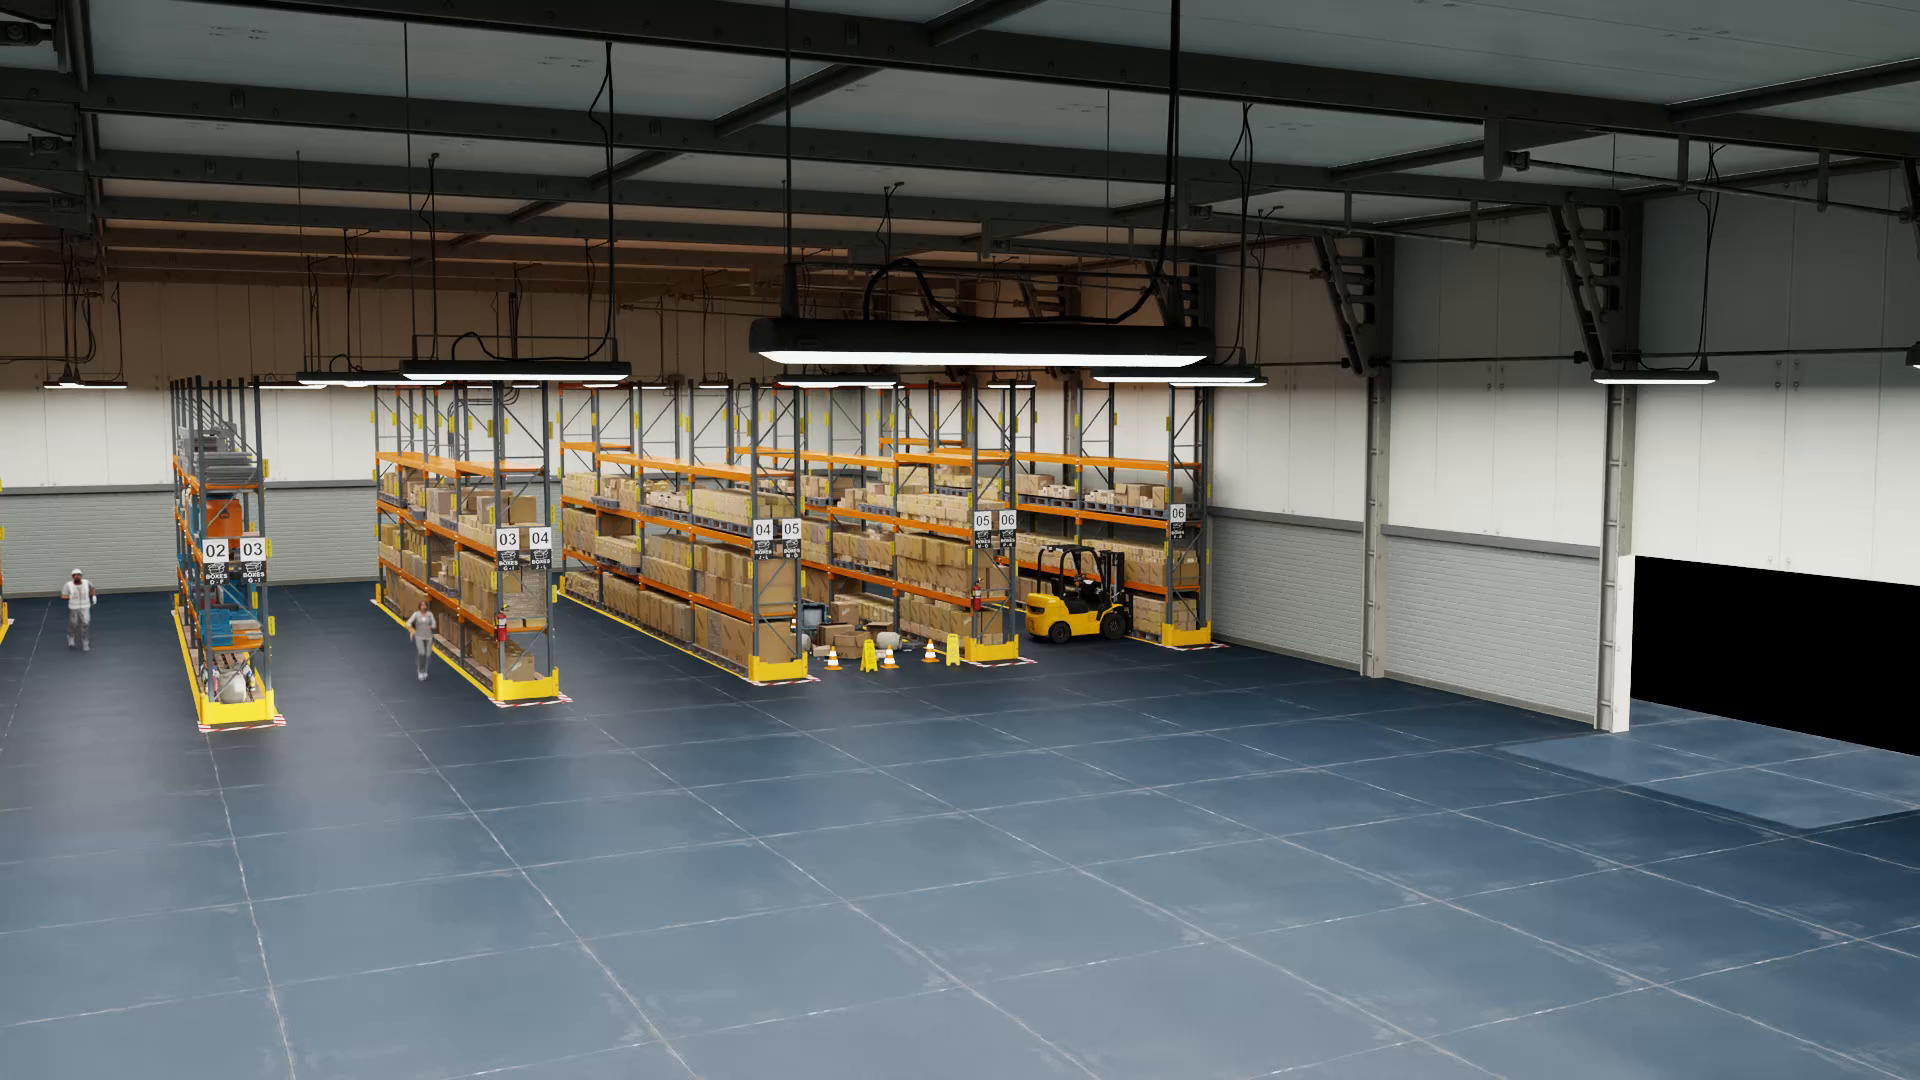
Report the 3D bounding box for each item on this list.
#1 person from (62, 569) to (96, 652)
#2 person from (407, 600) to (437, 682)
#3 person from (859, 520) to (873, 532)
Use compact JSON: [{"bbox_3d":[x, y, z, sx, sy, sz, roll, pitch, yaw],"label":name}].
[{"bbox_3d":[-19.611,1.541,37.014,0.694,1.820,0.953,-3,6,-34],"label":"person"},{"bbox_3d":[-10.641,1.995,32.975,0.507,1.624,0.688,-3,6,-32],"label":"person"},{"bbox_3d":[-2.727,0.335,47.686,0.631,1.866,0.799,-4,6,-37],"label":"person"}]
